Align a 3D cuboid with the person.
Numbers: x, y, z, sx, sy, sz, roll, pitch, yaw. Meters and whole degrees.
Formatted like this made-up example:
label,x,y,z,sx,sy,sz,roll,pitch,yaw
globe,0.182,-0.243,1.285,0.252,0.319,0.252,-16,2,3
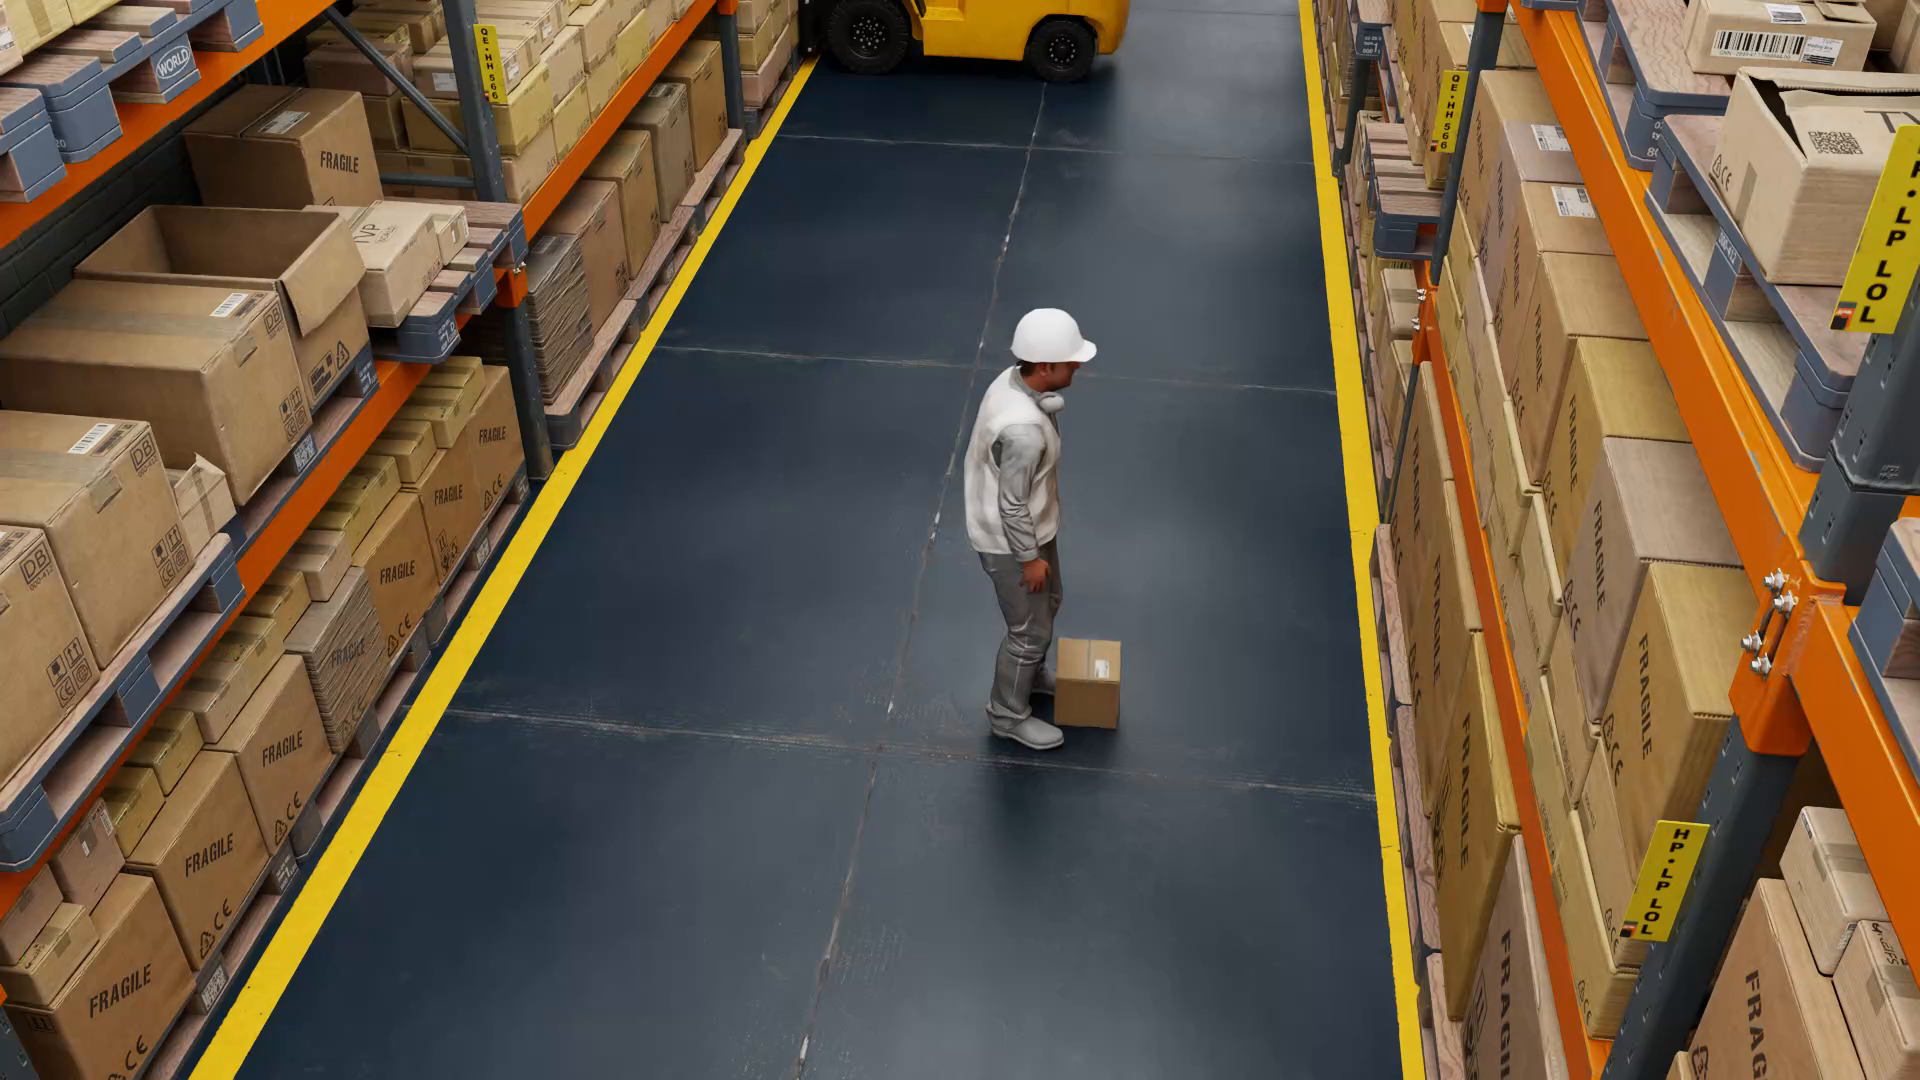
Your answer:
label,x,y,z,sx,sy,sz,roll,pitch,yaw
person,0.250,-0.058,6.205,0.474,1.771,0.572,3,36,4
